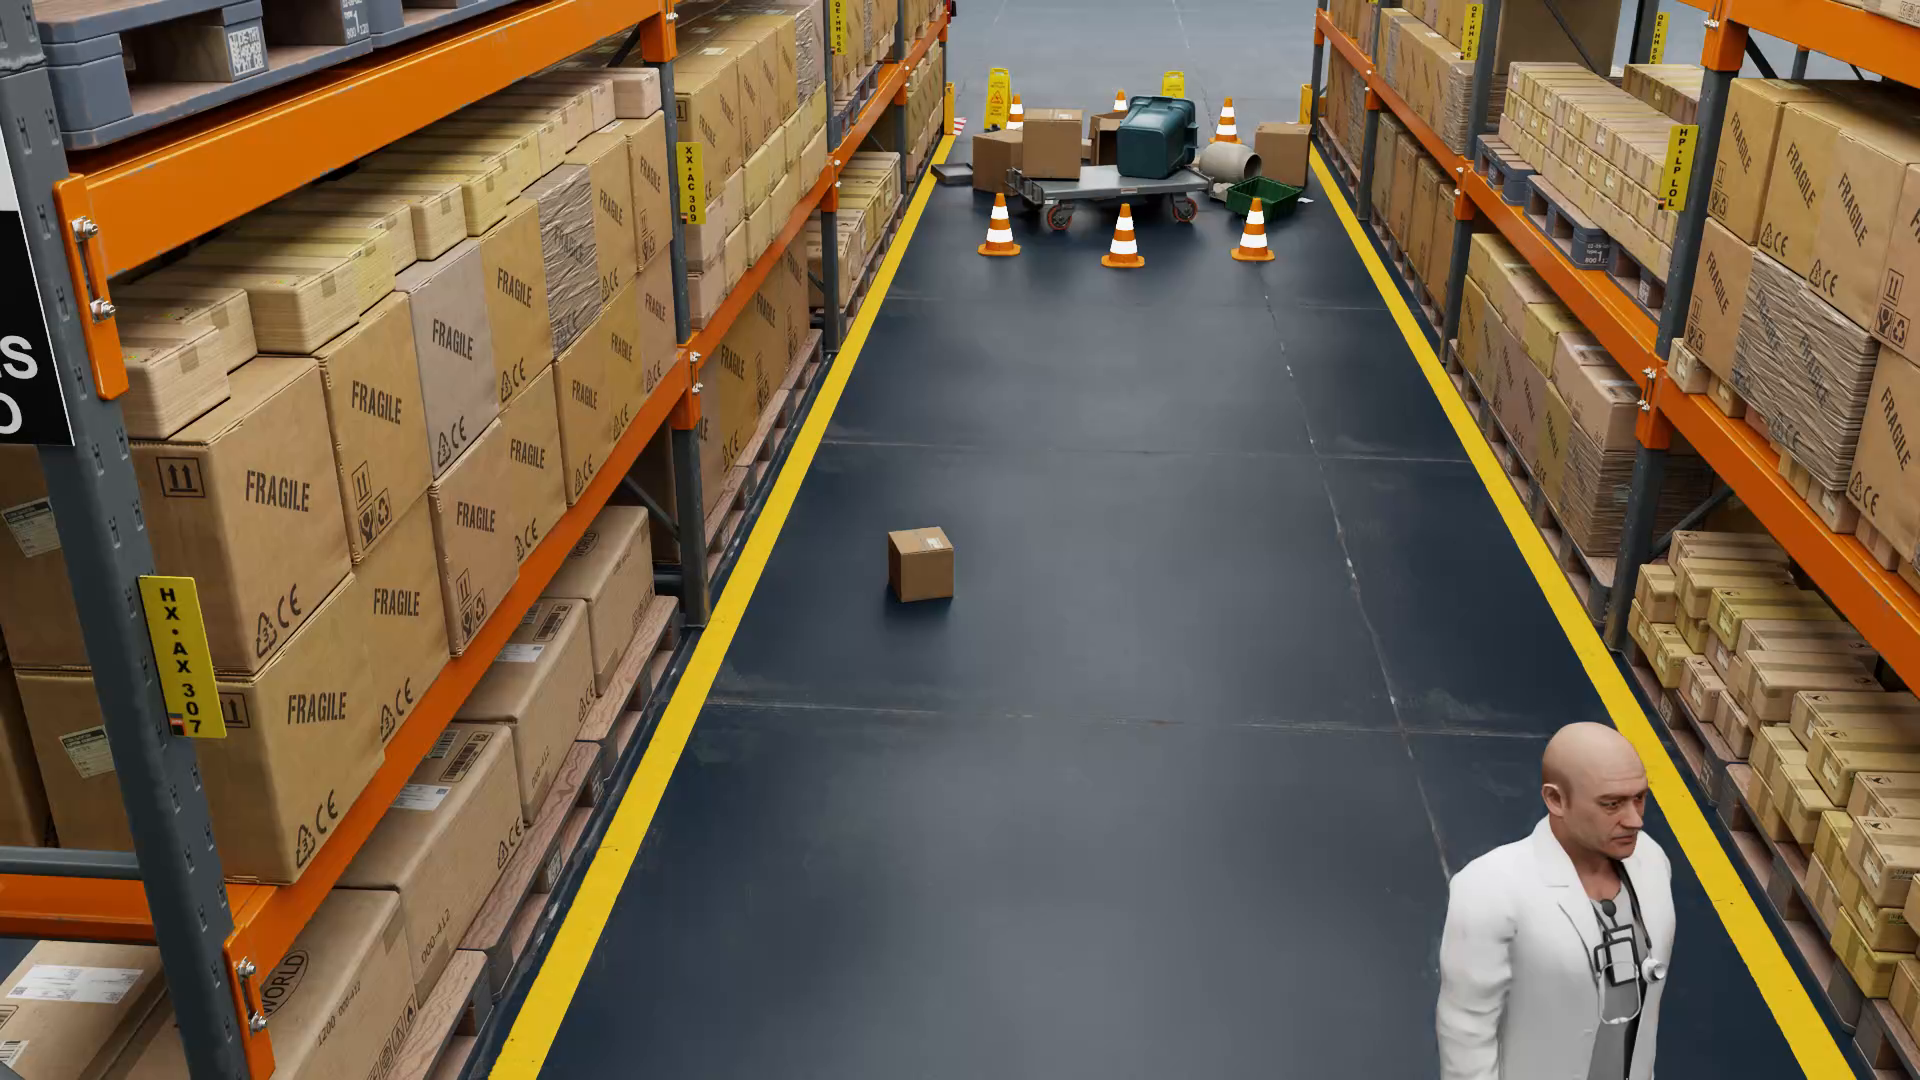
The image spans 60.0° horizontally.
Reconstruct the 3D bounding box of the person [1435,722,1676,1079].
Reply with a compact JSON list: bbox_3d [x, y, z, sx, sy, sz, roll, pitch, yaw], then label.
[{"bbox_3d":[1.202,1.170,3.509,0.560,1.746,0.949,-8,25,-17],"label":"person"}]
